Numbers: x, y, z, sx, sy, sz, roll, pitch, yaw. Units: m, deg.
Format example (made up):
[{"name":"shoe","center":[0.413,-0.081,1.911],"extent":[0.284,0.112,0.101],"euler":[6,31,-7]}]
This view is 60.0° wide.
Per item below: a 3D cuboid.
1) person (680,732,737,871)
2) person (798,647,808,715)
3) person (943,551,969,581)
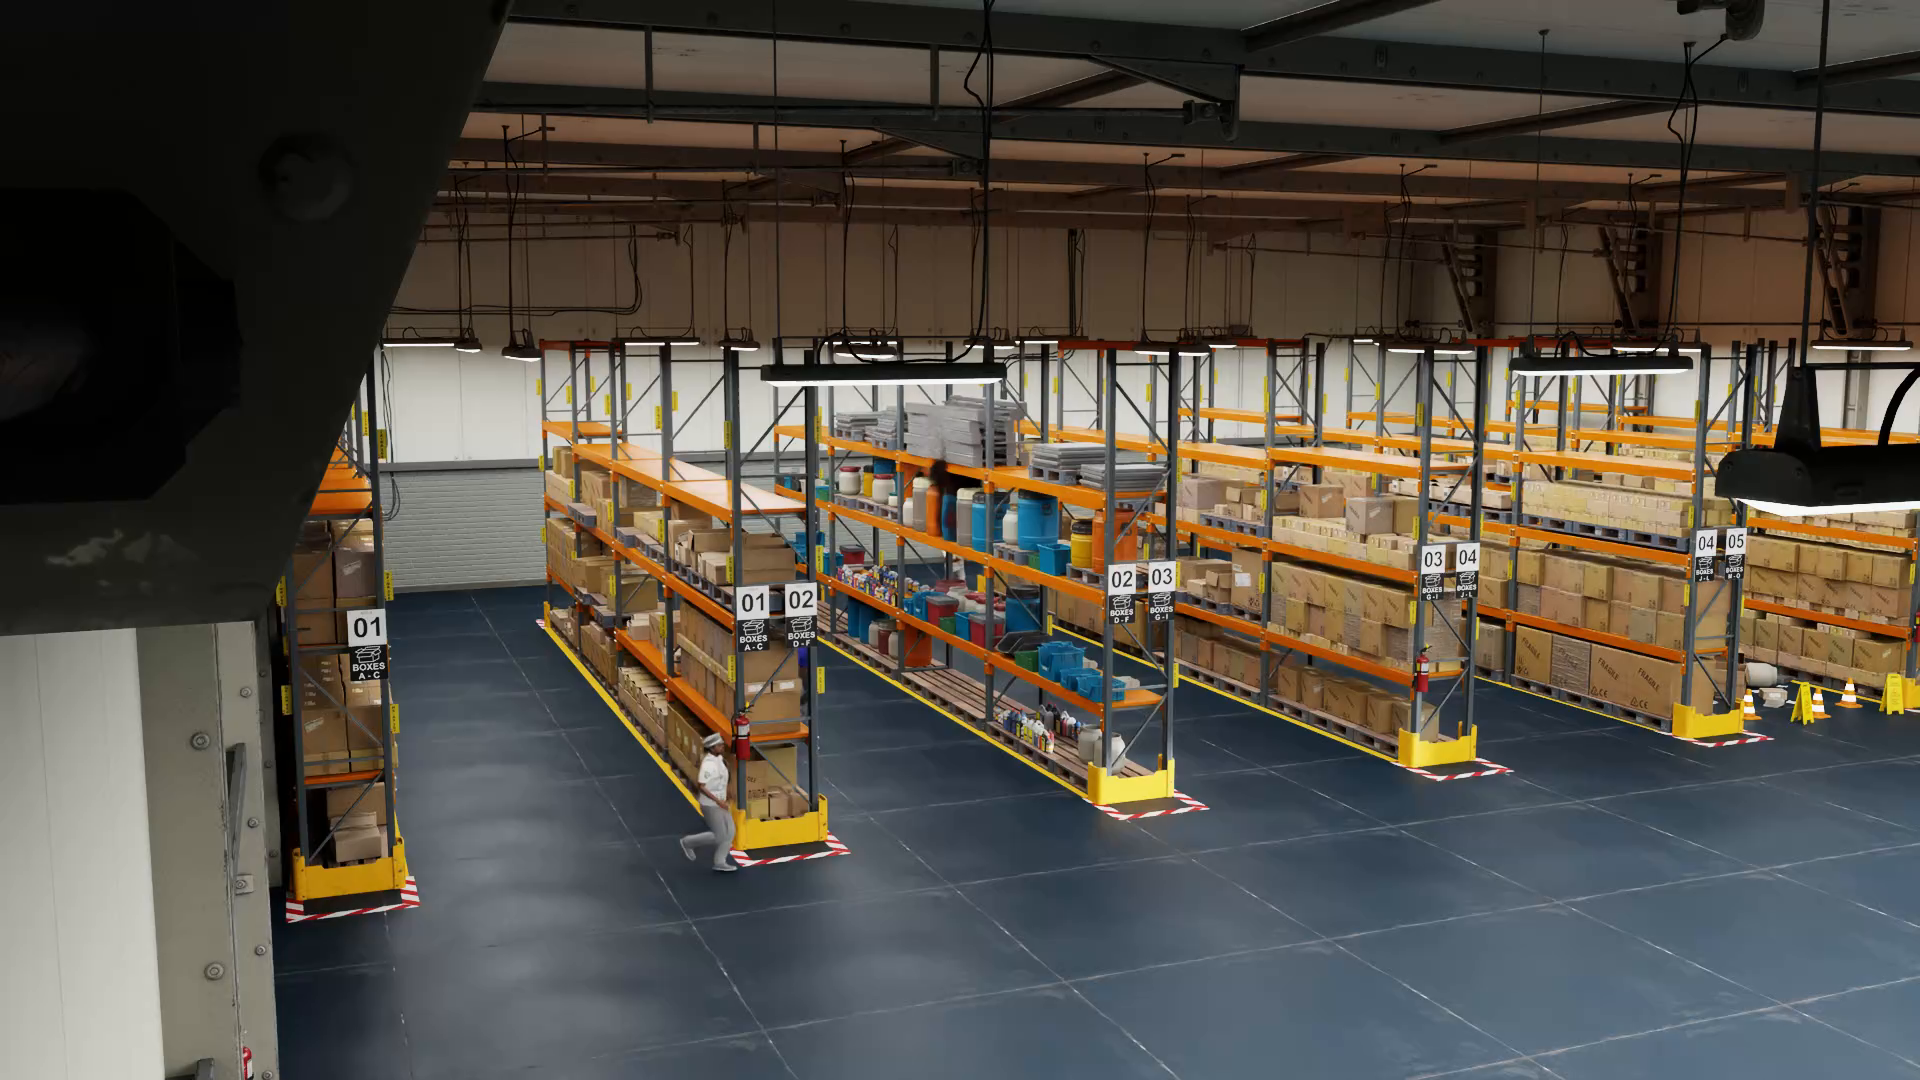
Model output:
[{"name":"person","center":[-2.911,3.027,19.255],"extent":[0.653,1.651,0.586],"euler":[1,7,7]},{"name":"person","center":[-2.524,2.147,26.455],"extent":[0.564,1.532,0.721],"euler":[-7,10,-44]},{"name":"person","center":[-0.113,0.645,37.155],"extent":[0.723,1.735,0.980],"euler":[-4,8,-27]}]
